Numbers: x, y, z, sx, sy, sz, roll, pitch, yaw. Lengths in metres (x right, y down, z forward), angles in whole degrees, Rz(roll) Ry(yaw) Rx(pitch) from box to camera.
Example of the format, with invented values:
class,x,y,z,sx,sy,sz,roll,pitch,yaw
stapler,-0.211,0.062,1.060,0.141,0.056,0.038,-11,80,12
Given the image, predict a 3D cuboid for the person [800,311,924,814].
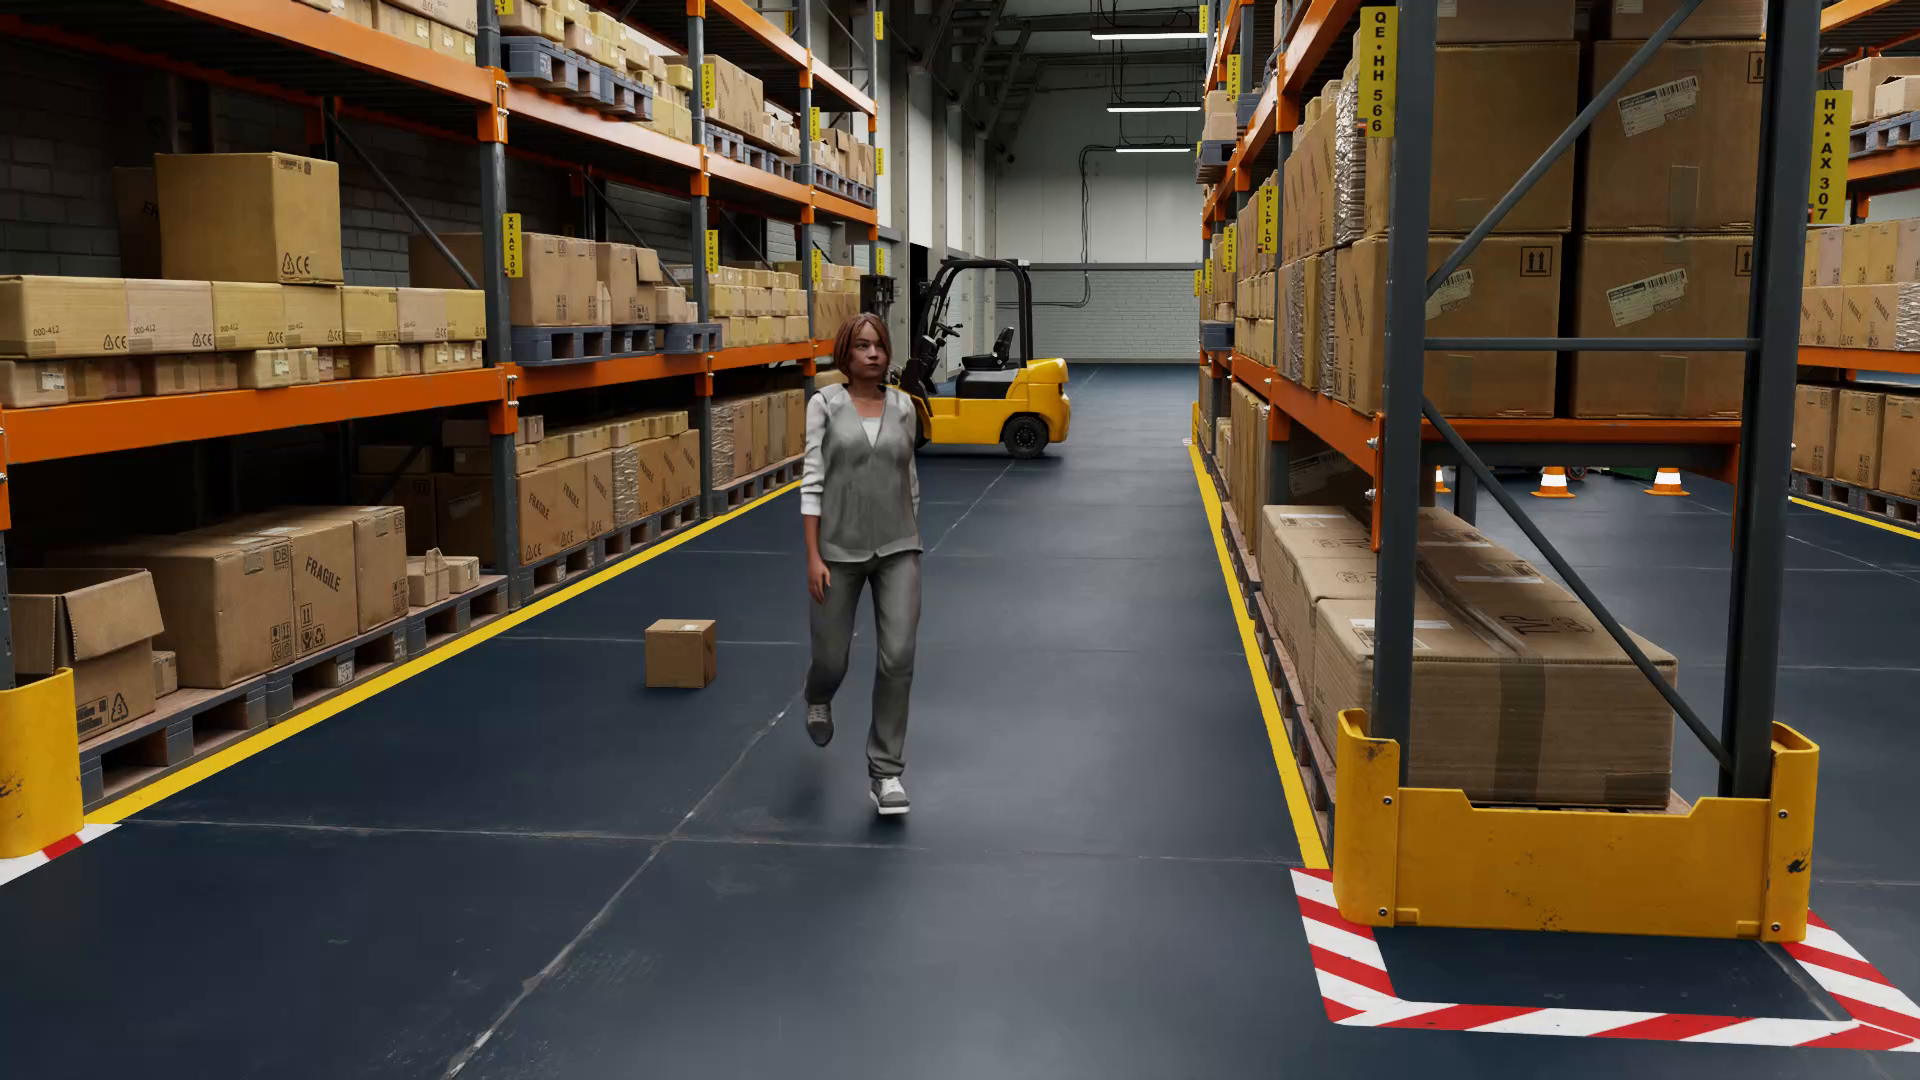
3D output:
class,x,y,z,sx,sy,sz,roll,pitch,yaw
person,-0.324,0.050,5.395,0.400,1.570,0.717,-2,8,-13
